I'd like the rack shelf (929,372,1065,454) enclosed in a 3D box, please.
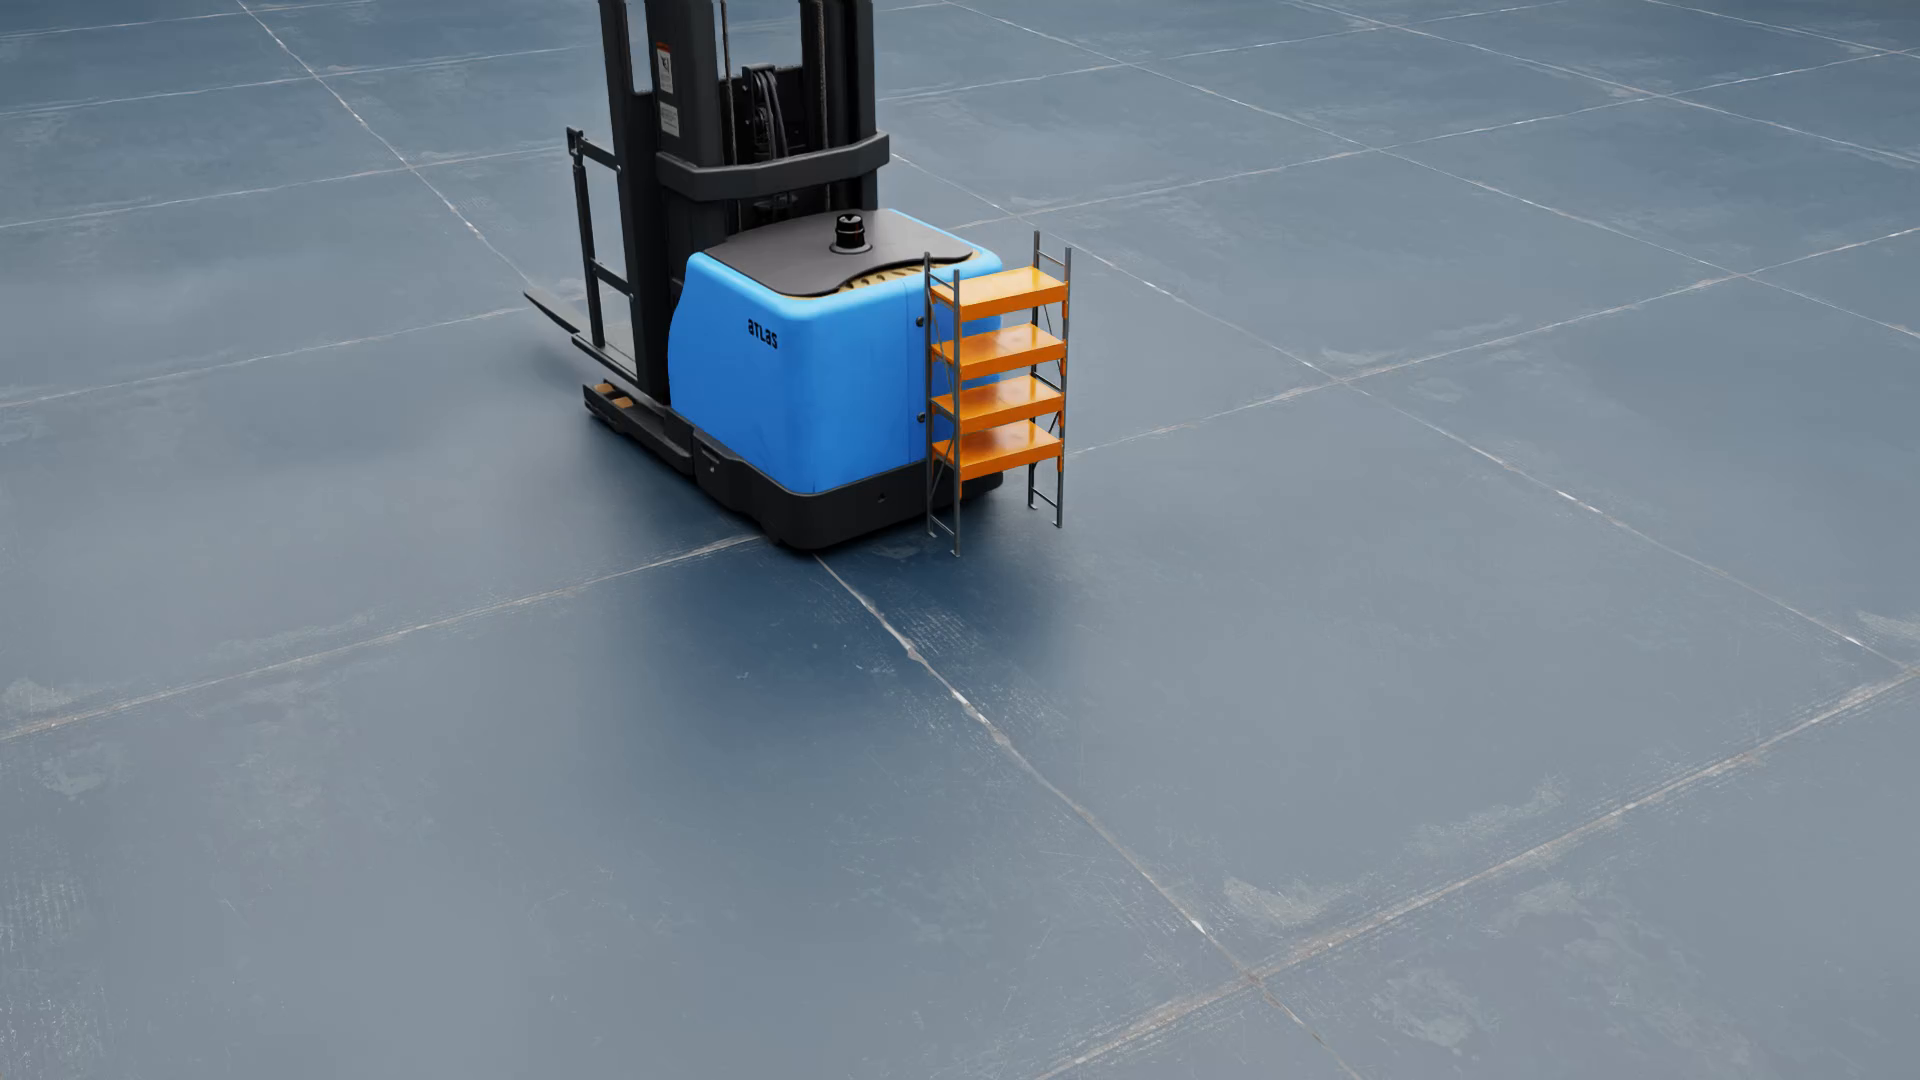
[{"bbox_3d":[0.143,-0.507,6.566,0.480,0.148,0.258,-16,33,-26],"label":"rack shelf"}]

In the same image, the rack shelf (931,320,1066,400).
[{"bbox_3d":[0.143,-0.703,6.458,0.480,0.148,0.258,-16,33,-26],"label":"rack shelf"}]

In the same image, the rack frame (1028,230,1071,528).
[{"bbox_3d":[0.353,-0.626,6.642,0.015,1.200,0.240,-16,33,-26],"label":"rack frame"}]

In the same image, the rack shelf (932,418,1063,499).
[{"bbox_3d":[0.143,-0.333,6.662,0.480,0.148,0.258,-16,33,-26],"label":"rack shelf"}]

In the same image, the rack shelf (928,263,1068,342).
[{"bbox_3d":[0.143,-0.910,6.344,0.480,0.148,0.258,-16,33,-26],"label":"rack shelf"}]

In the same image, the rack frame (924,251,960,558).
[{"bbox_3d":[-0.068,-0.506,6.425,0.015,1.200,0.240,-16,33,-26],"label":"rack frame"}]

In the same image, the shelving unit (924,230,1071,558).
[{"bbox_3d":[0.143,-0.566,6.534,0.503,1.200,0.258,-16,33,-26],"label":"shelving unit"}]

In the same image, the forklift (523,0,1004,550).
[{"bbox_3d":[-1.099,-1.899,7.157,1.130,2.935,3.031,-20,35,-32],"label":"forklift"}]
